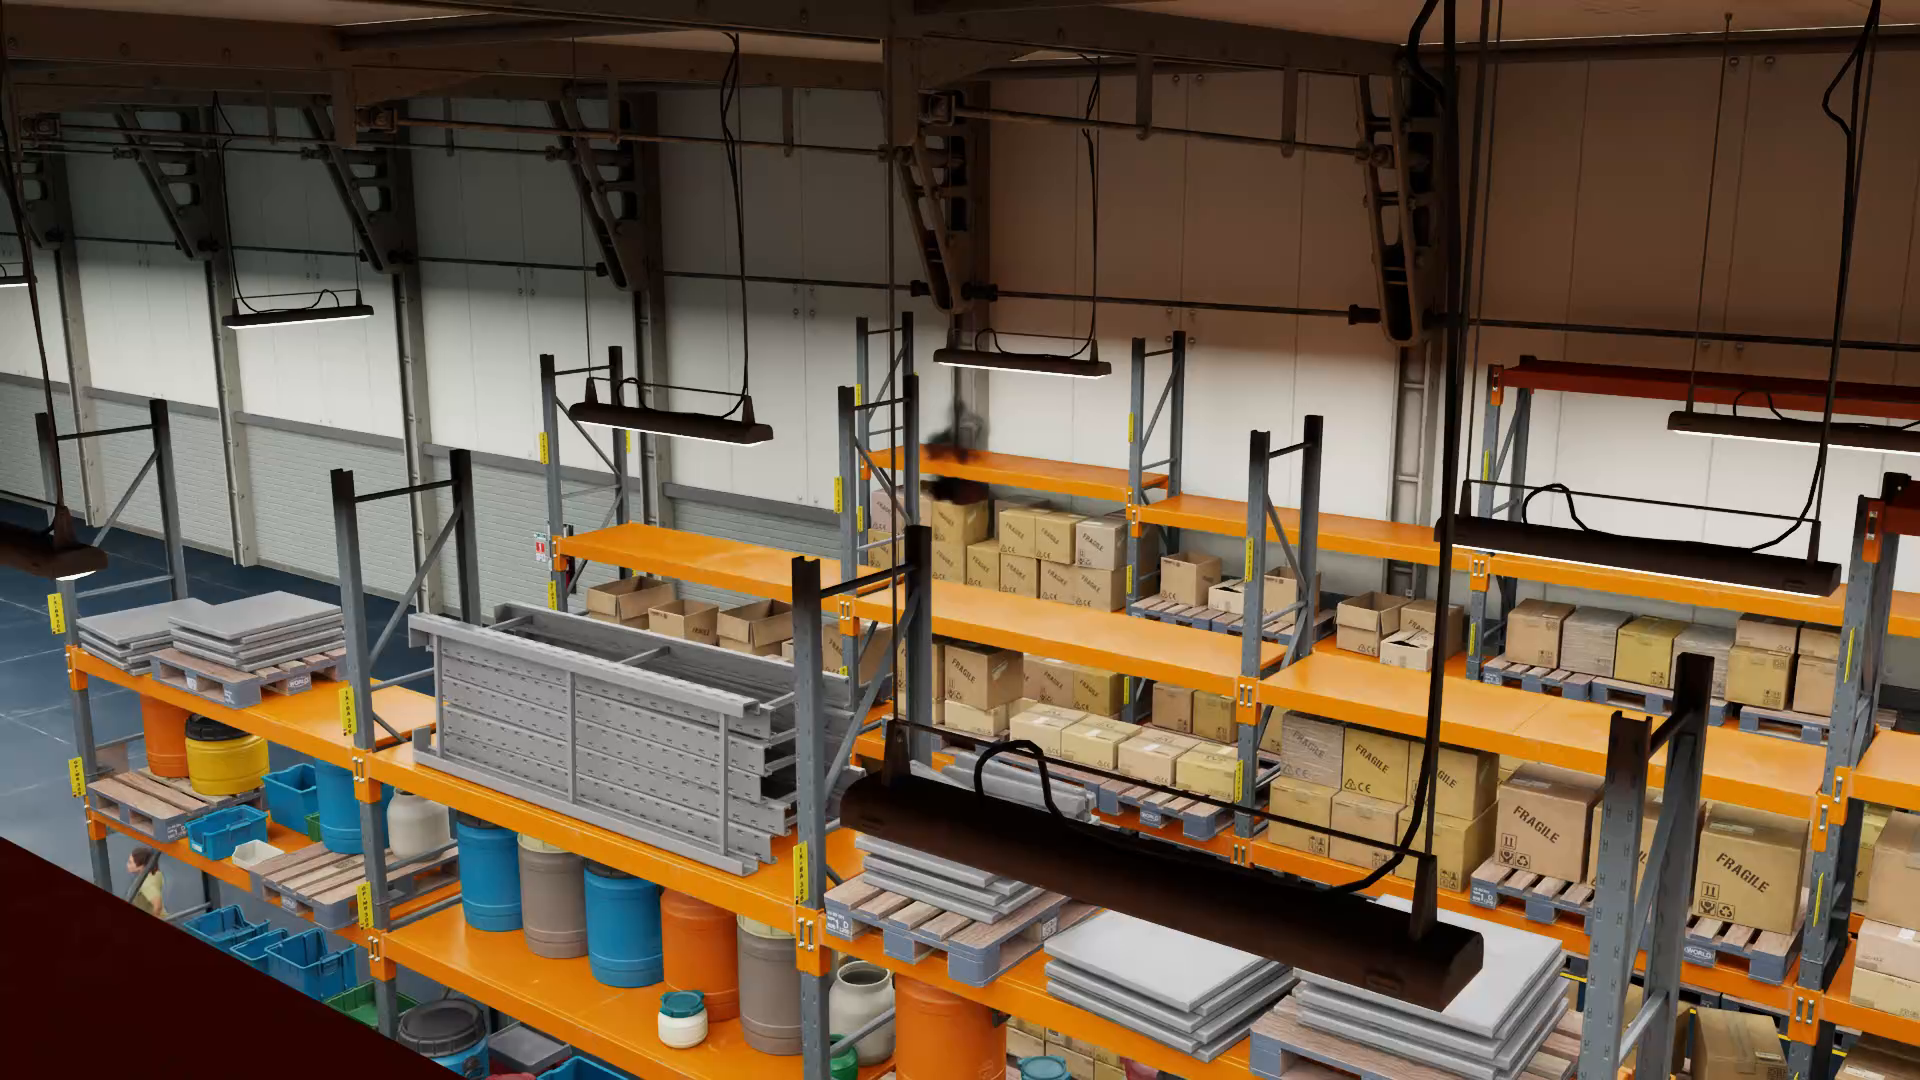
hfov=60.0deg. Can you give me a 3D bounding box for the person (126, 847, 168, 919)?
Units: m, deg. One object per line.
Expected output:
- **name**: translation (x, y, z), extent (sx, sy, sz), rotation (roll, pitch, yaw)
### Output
- **person**: translation (-7.660, 3.683, 15.761), extent (0.730, 1.686, 0.646), rotation (-1, 13, -6)
